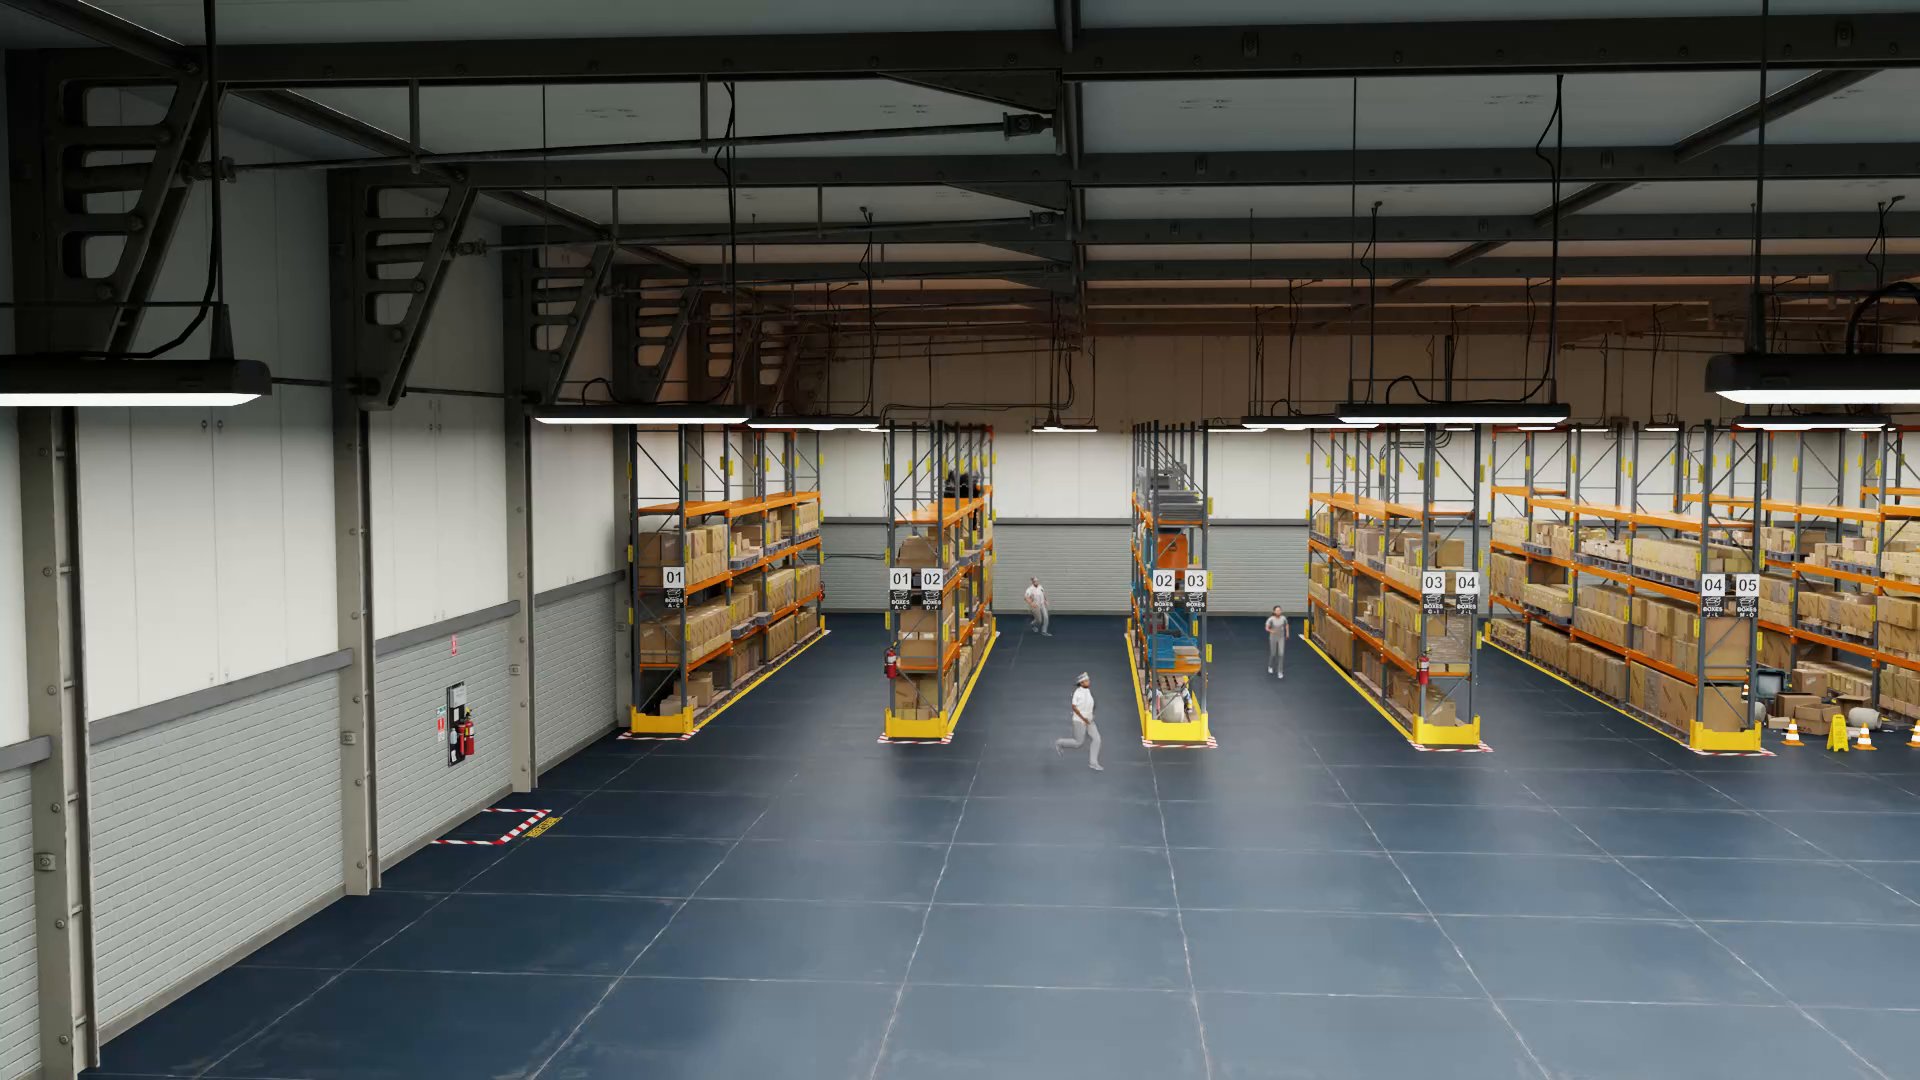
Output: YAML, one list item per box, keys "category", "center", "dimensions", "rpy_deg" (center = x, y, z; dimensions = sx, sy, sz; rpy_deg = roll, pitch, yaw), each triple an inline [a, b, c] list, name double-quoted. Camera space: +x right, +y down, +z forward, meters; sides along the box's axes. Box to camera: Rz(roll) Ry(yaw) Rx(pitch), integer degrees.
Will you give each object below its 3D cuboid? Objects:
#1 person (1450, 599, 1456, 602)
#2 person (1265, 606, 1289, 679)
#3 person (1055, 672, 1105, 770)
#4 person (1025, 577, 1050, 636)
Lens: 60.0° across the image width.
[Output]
- category: "person"
  center: [14.141, 1.876, 47.139]
  dimensions: [0.919, 1.718, 0.765]
  rpy_deg: [-3, 5, -41]
- category: "person"
  center: [7.509, 2.401, 39.398]
  dimensions: [0.583, 1.676, 0.856]
  rpy_deg: [0, 4, -2]
- category: "person"
  center: [2.081, 3.104, 28.577]
  dimensions: [0.891, 1.680, 0.564]
  rpy_deg: [2, 4, 31]
- category: "person"
  center: [2.170, 1.883, 47.336]
  dimensions: [0.704, 1.714, 0.603]
  rpy_deg: [-2, 4, -34]
